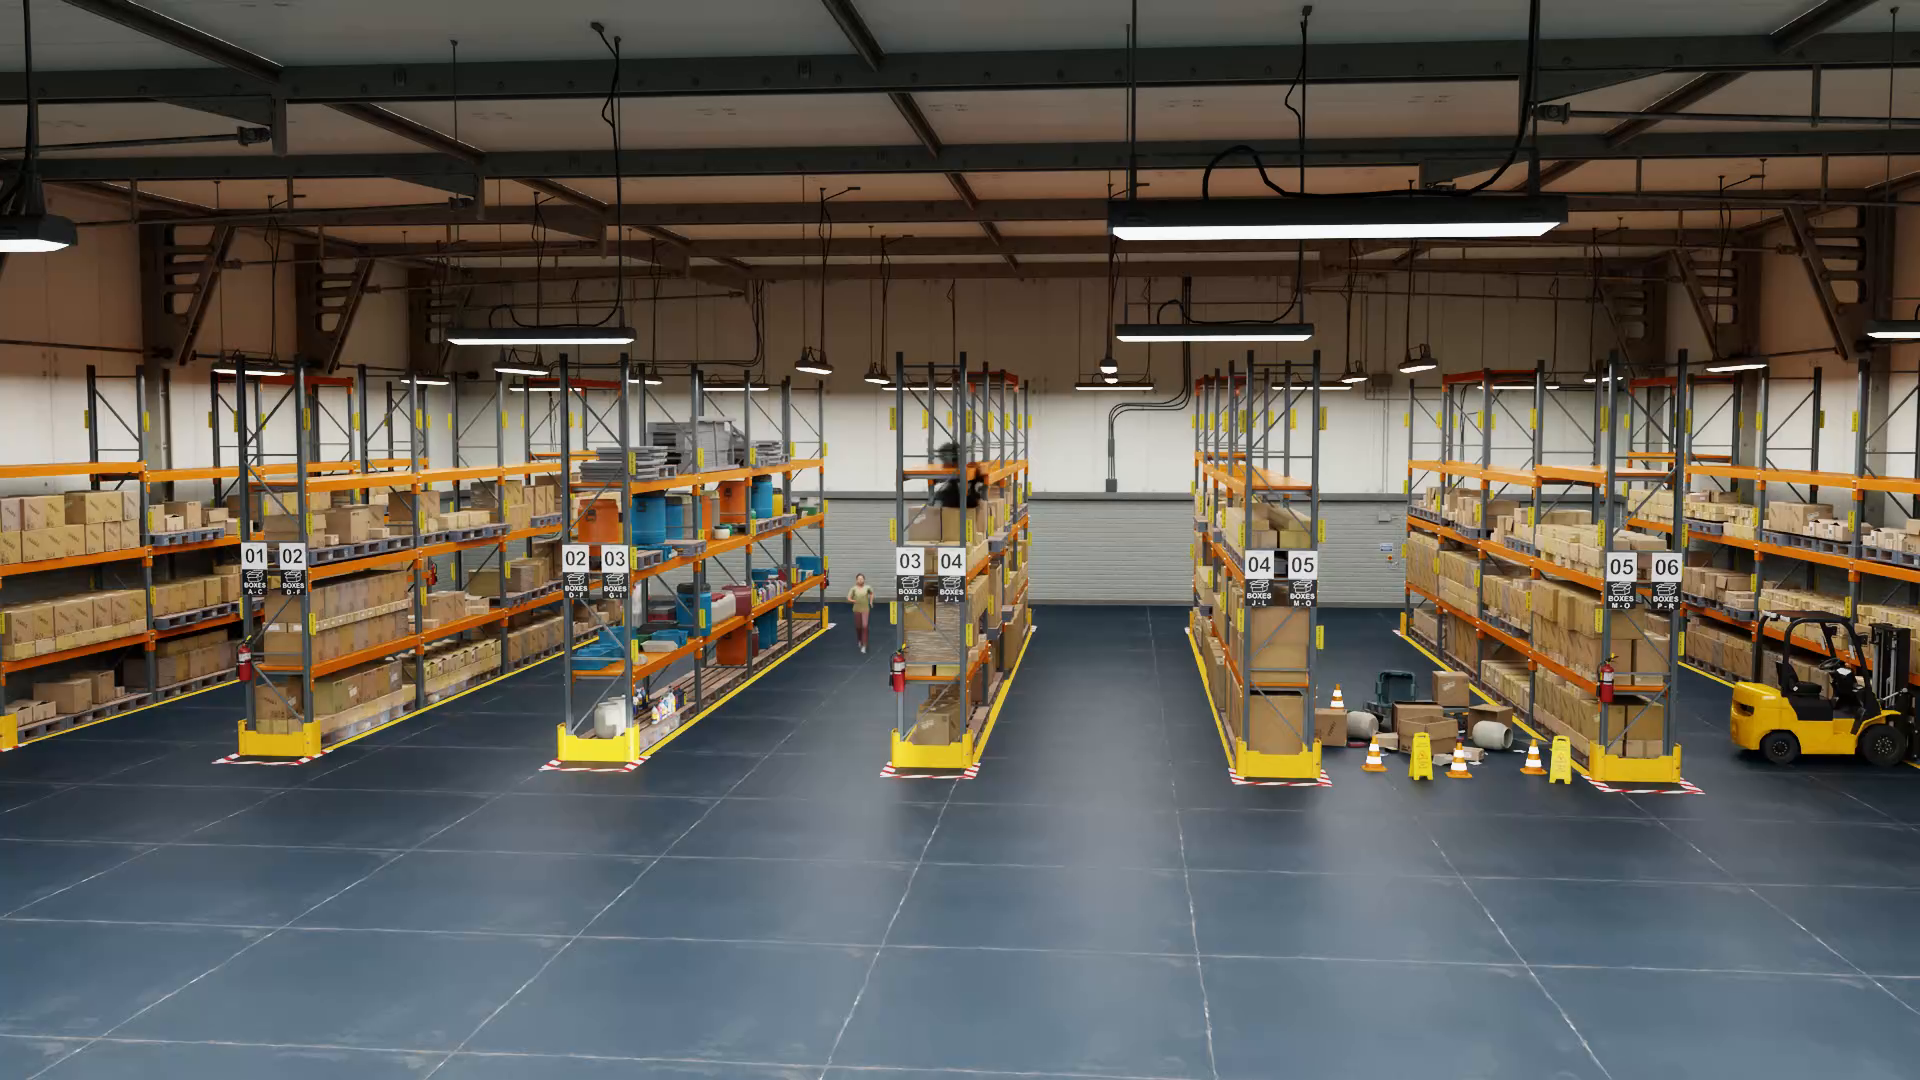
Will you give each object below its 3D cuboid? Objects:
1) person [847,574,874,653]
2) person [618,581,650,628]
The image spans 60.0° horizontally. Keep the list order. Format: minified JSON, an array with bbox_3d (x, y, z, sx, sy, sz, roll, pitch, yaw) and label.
[{"bbox_3d":[-2.166,1.570,36.235,0.572,1.678,0.965,0,4,-1],"label":"person"},{"bbox_3d":[-7.059,1.587,35.958,0.703,1.739,0.632,0,4,4],"label":"person"}]
